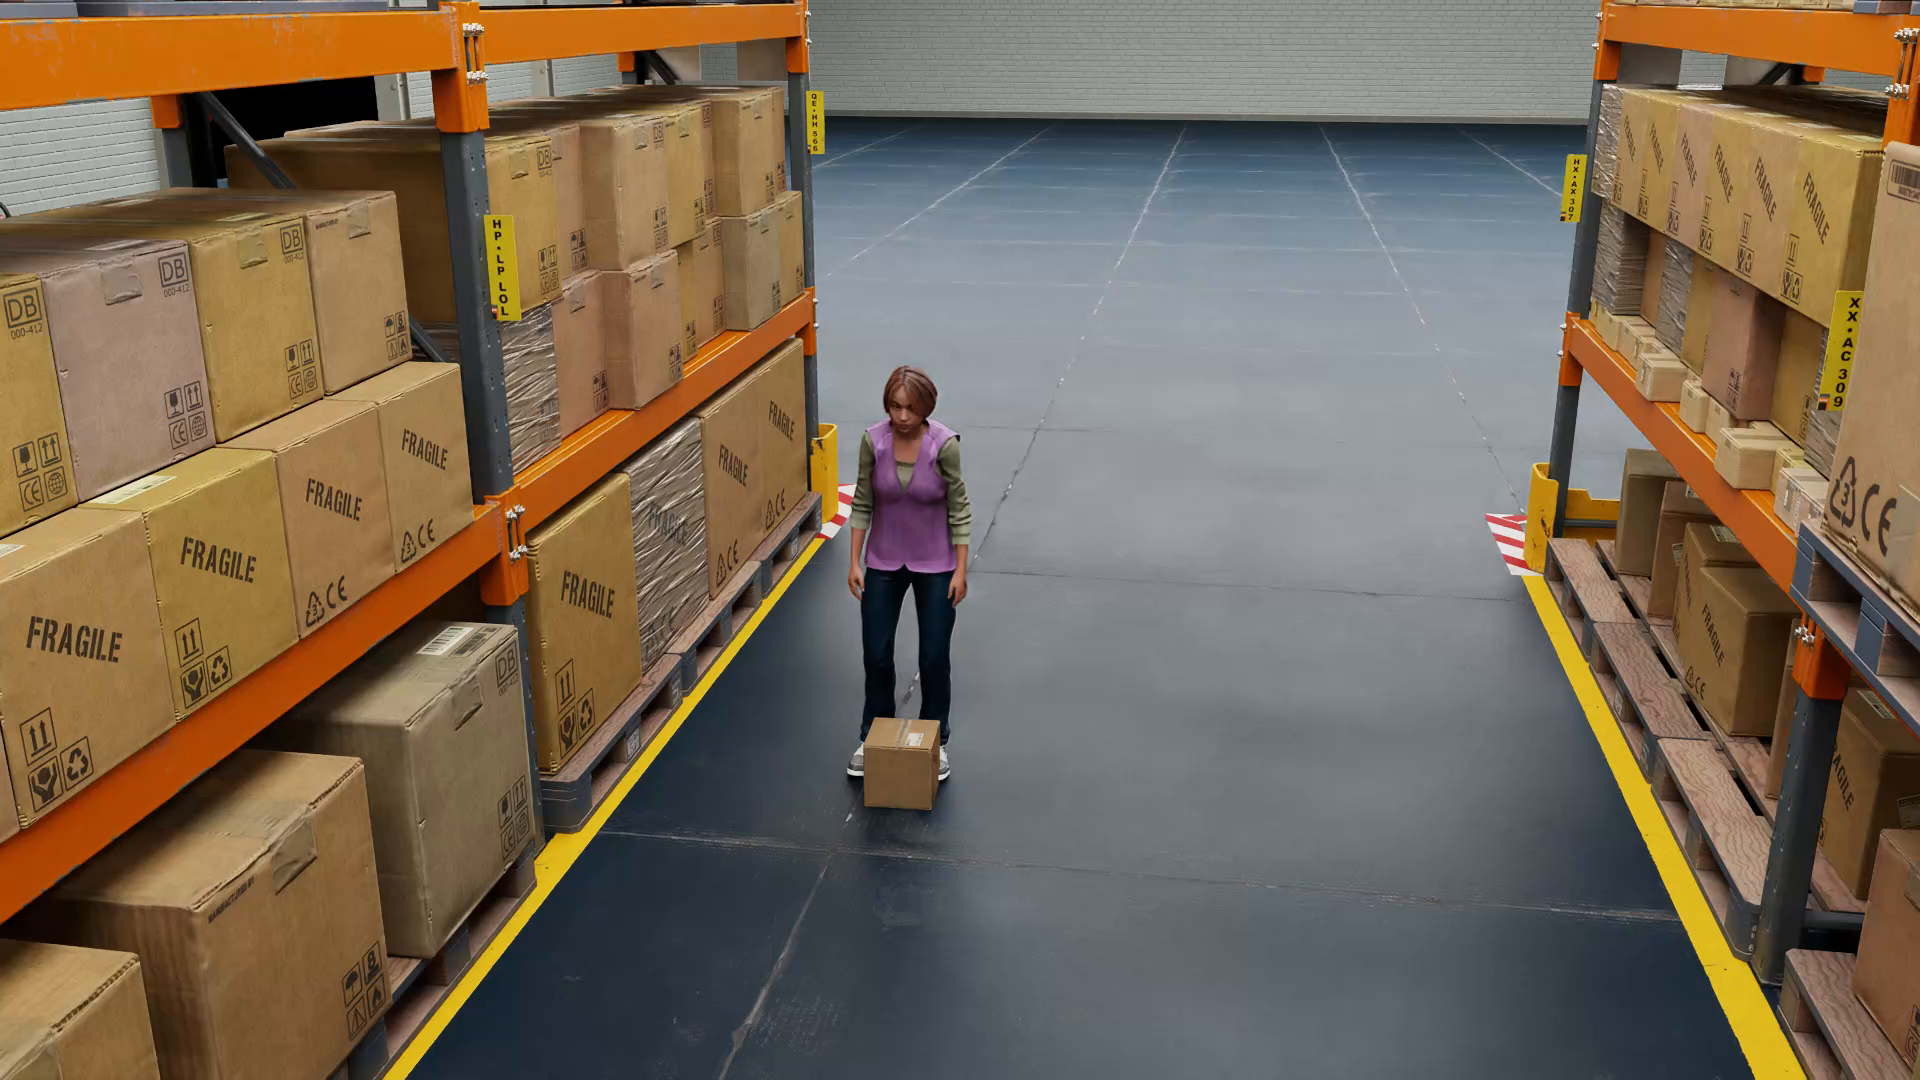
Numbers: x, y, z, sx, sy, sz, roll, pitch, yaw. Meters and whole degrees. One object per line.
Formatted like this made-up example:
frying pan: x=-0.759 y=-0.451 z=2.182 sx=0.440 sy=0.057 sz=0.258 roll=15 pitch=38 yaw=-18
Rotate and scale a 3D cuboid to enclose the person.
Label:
person: x=-0.187 y=0.120 z=6.206 sx=0.462 sy=1.594 sz=0.343 roll=3 pitch=18 yaw=9
